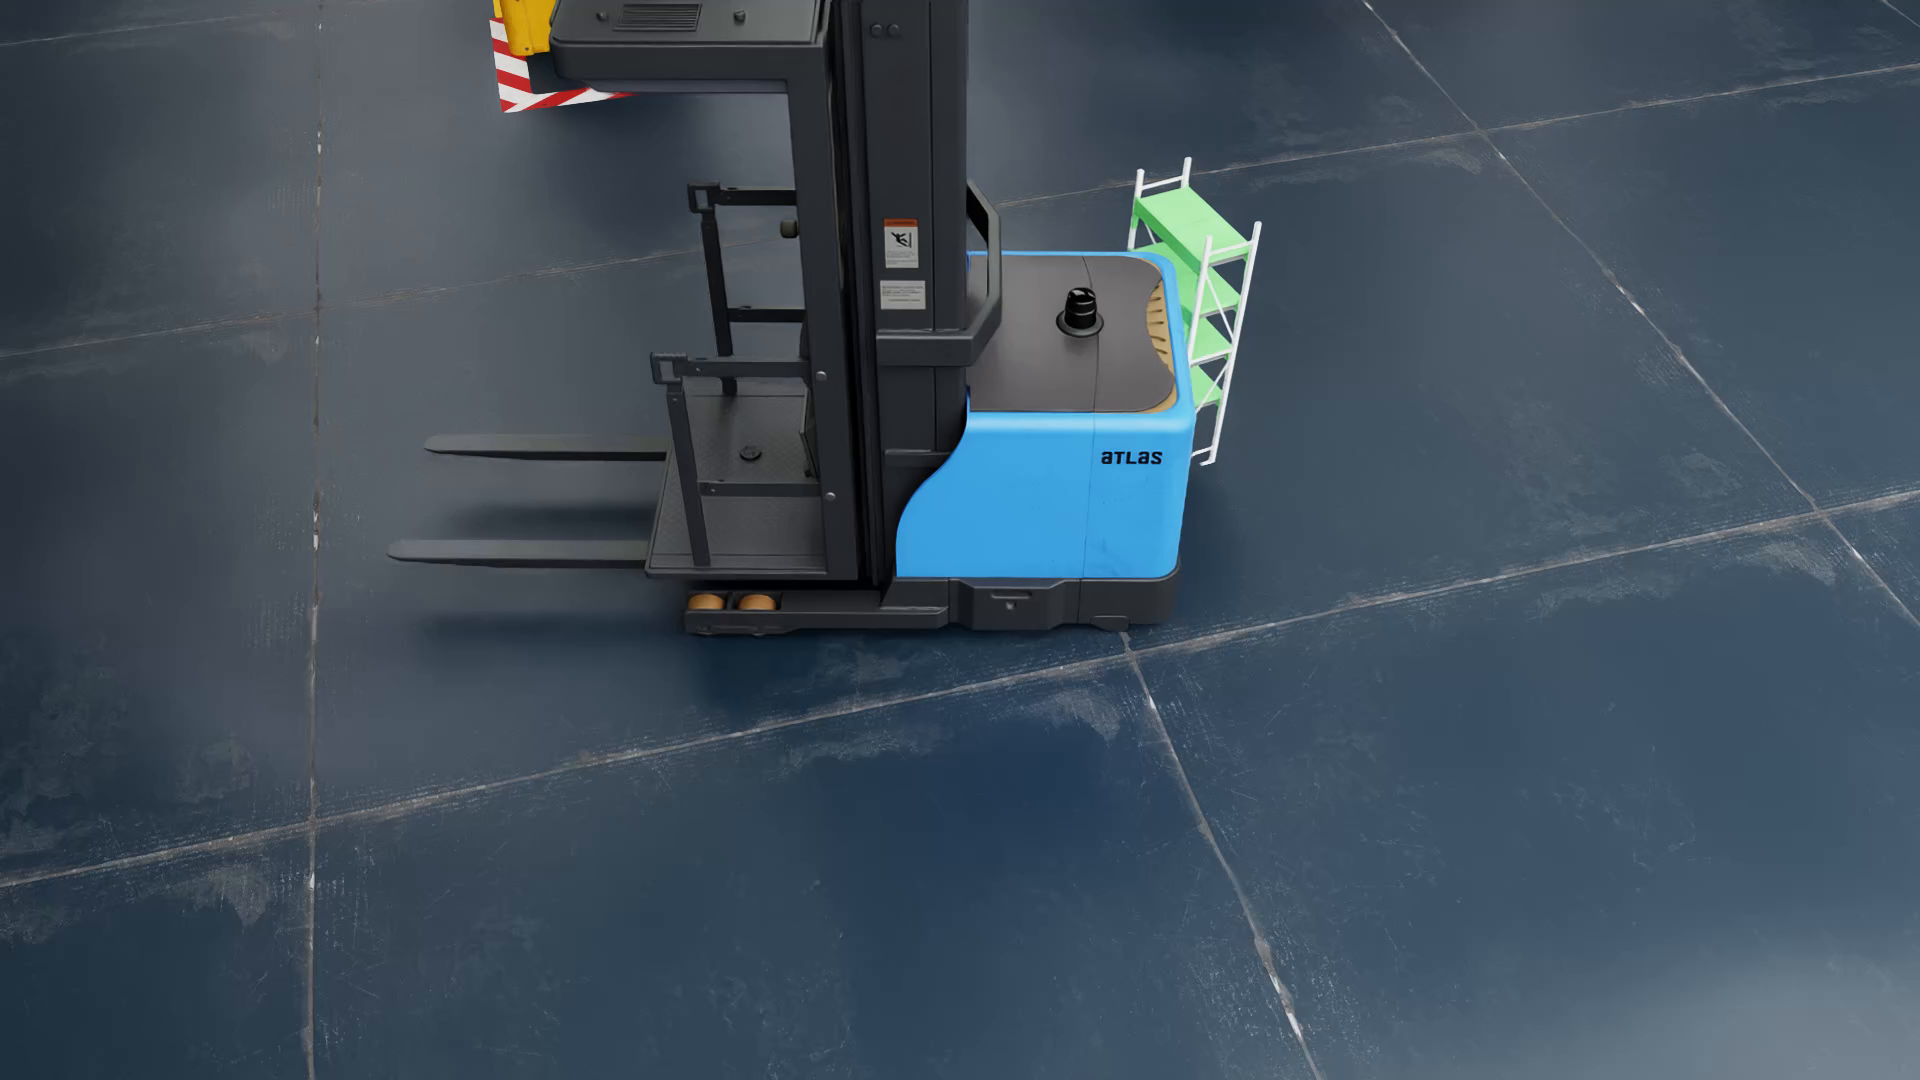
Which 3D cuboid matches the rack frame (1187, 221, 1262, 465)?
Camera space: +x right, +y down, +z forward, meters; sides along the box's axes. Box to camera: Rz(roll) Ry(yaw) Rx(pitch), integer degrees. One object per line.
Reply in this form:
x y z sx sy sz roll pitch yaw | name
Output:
0.997 -0.729 6.617 0.240 1.200 0.015 -18 48 -20 | rack frame

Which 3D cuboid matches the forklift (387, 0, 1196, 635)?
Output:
-0.685 -1.039 5.716 3.031 2.935 1.130 0 46 0 | forklift

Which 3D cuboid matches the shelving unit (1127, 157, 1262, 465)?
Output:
0.886 -0.885 6.769 0.258 1.200 0.503 -18 48 -20 | shelving unit

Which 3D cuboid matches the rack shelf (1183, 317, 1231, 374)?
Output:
0.884 -0.839 6.813 0.258 0.148 0.480 -18 48 -20 | rack shelf

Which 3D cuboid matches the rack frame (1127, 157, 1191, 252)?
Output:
0.776 -1.040 6.921 0.240 1.200 0.015 -18 48 -20 | rack frame

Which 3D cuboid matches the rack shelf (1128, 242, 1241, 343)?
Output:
0.894 -1.010 6.646 0.258 0.148 0.480 -18 48 -20 | rack shelf

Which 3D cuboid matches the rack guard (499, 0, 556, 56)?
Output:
-2.025 -3.138 9.475 1.175 0.500 0.348 -11 47 -10 | rack guard

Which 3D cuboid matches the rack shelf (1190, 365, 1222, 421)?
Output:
0.874 -0.668 6.981 0.258 0.148 0.480 -18 48 -20 | rack shelf

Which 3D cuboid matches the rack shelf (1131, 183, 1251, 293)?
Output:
0.903 -1.182 6.478 0.258 0.148 0.480 -18 48 -20 | rack shelf
